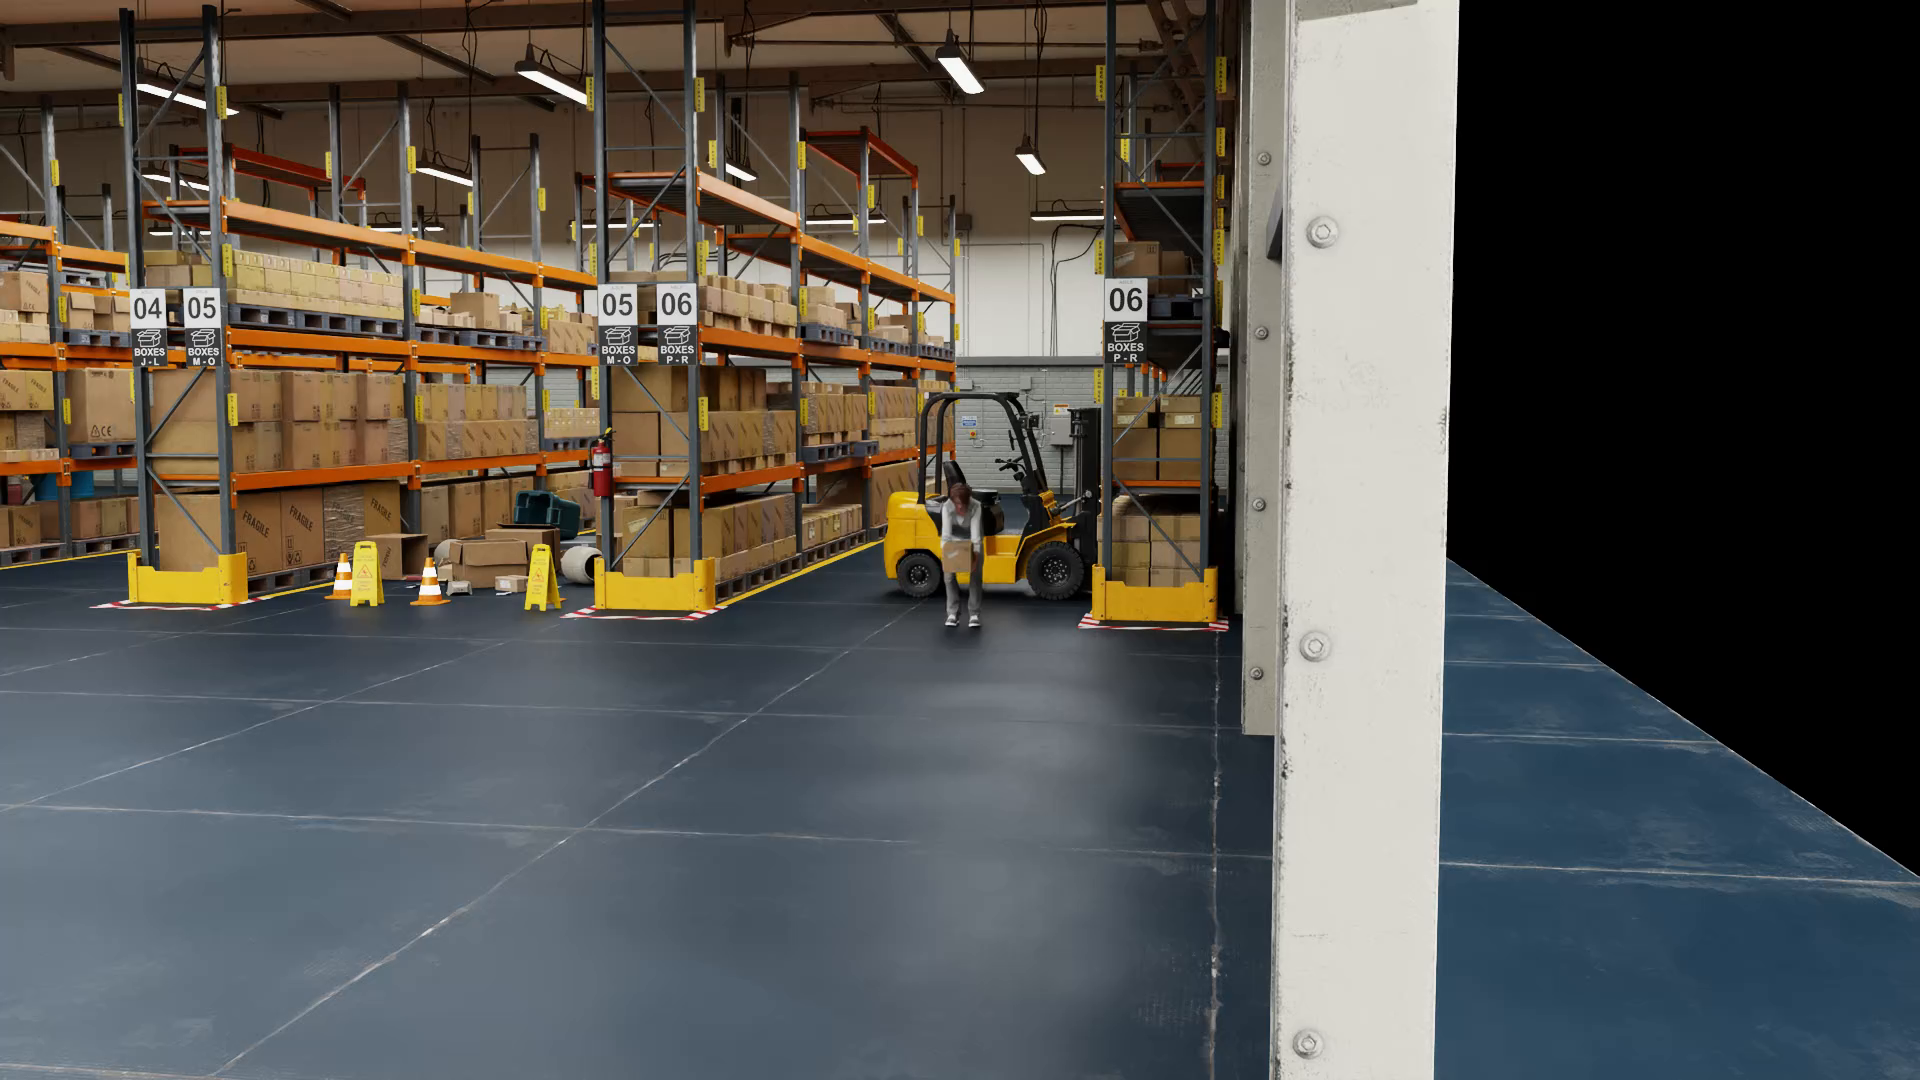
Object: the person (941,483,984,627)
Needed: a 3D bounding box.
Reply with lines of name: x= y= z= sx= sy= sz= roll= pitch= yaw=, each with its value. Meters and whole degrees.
person: x=0.017 y=0.144 z=15.106 sx=0.382 sy=1.317 sz=0.757 roll=1 pitch=5 yaw=7
